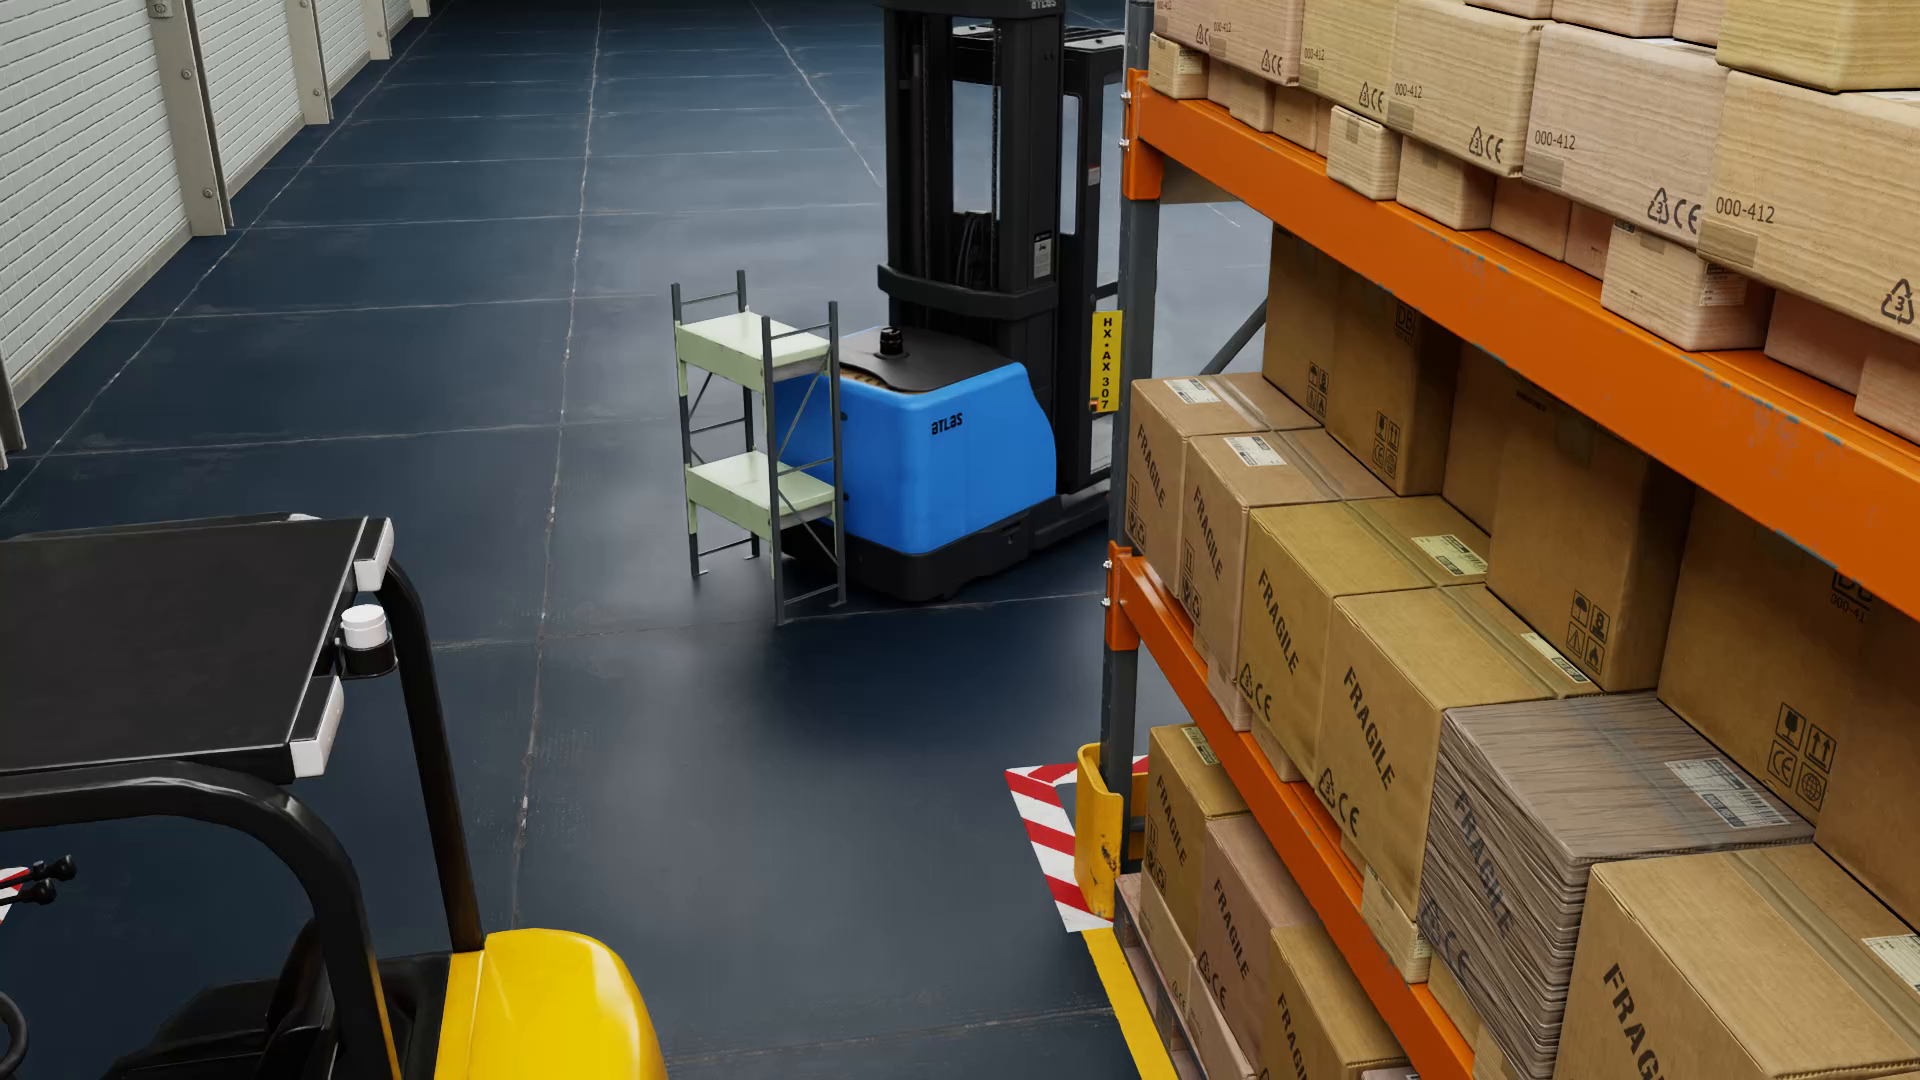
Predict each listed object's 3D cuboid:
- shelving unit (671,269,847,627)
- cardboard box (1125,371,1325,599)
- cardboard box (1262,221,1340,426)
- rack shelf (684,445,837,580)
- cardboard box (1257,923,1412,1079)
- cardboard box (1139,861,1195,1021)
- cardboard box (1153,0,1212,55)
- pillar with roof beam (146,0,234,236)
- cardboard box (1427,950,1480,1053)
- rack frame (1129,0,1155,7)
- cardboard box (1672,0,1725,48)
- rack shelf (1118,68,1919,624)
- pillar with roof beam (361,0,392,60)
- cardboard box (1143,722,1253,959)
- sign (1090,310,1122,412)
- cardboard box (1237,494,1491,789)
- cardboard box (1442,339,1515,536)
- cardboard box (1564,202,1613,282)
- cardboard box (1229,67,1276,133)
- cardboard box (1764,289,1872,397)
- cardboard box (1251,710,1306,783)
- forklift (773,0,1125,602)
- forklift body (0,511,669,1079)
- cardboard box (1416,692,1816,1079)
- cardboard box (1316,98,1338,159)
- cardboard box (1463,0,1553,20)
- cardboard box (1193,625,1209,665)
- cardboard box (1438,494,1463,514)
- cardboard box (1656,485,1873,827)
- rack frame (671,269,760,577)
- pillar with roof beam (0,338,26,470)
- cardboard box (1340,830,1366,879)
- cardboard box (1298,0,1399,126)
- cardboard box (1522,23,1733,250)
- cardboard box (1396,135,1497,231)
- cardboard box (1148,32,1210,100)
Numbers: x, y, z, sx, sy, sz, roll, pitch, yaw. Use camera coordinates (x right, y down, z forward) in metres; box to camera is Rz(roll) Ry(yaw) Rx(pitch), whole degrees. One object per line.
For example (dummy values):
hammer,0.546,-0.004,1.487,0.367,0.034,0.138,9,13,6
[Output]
shelving unit,-0.948,-0.445,7.895,0.431,1.500,0.755,-19,30,-37
cardboard box,0.807,-0.175,4.907,0.500,0.500,0.500,-5,24,-11
cardboard box,1.301,-0.655,4.757,0.700,0.500,0.500,-5,24,-11
rack shelf,-0.948,-0.146,8.025,0.431,0.370,0.720,-19,30,-37
cardboard box,1.060,1.274,4.058,0.500,0.500,0.500,-4,24,-9
cardboard box,0.869,1.205,5.153,0.500,0.250,0.500,-5,24,-10
cardboard box,0.823,-1.425,4.332,0.500,0.250,0.500,-5,24,-11
pillar with roof beam,-2.631,-7.278,14.172,9.100,9.000,0.400,-4,24,-10
cardboard box,1.164,0.883,3.295,0.380,0.149,0.250,-5,24,-11
rack frame,0.992,-2.949,4.259,1.000,3.000,0.127,-4,24,-10
cardboard box,1.251,-0.769,2.332,0.380,0.149,0.250,-5,24,-11
rack shelf,1.362,-0.458,3.202,1.077,0.370,4.000,-4,24,-10
pillar with roof beam,-4.850,-11.998,24.979,9.100,9.000,0.400,-4,24,-10
cardboard box,0.874,0.871,4.981,0.500,0.500,0.500,-5,24,-12
sign,0.459,-0.556,5.195,0.100,0.325,0.005,-4,24,-10
cardboard box,1.001,0.229,3.982,0.500,0.500,0.500,-5,24,-11
cardboard box,1.583,-0.263,3.858,0.700,0.500,0.500,-5,24,-10
cardboard box,1.232,-0.502,2.717,0.380,0.149,0.250,-4,24,-9
cardboard box,0.886,-1.101,4.090,0.380,0.149,0.250,-4,24,-8
cardboard box,1.342,-0.295,2.245,0.380,0.149,0.250,-5,24,-12
cardboard box,0.964,0.475,4.228,0.380,0.149,0.250,-4,24,-8
forklift,0.406,-1.560,8.659,1.130,2.935,3.031,19,30,37
forklift body,-1.742,1.169,3.387,2.313,2.155,1.214,-4,24,-10
cardboard box,1.203,0.629,3.065,0.500,0.500,0.500,-4,24,-8
cardboard box,1.009,-0.902,3.633,0.380,0.149,0.250,-5,24,-11
cardboard box,1.078,-0.963,2.776,0.380,0.149,0.250,-4,24,-9
cardboard box,0.881,0.273,4.692,0.380,0.149,0.250,-5,24,-11
cardboard box,1.451,0.008,4.487,0.500,0.500,0.500,-4,24,-10
cardboard box,1.724,0.142,2.931,0.700,0.500,0.500,-5,24,-11
rack frame,-1.188,-0.556,8.148,0.400,1.500,0.023,-19,30,-37
pillar with roof beam,-1.521,-4.918,8.768,9.100,9.000,0.400,-4,24,-10
cardboard box,1.091,0.681,3.758,0.380,0.149,0.250,-5,24,-11
cardboard box,1.027,-1.024,3.416,0.500,0.250,0.500,-4,24,-8
cardboard box,1.211,-0.623,2.496,0.500,0.250,0.500,-5,24,-11
cardboard box,1.066,-0.696,3.163,0.380,0.149,0.250,-5,24,-11
cardboard box,0.734,-1.305,4.556,0.380,0.149,0.250,-4,24,-10
